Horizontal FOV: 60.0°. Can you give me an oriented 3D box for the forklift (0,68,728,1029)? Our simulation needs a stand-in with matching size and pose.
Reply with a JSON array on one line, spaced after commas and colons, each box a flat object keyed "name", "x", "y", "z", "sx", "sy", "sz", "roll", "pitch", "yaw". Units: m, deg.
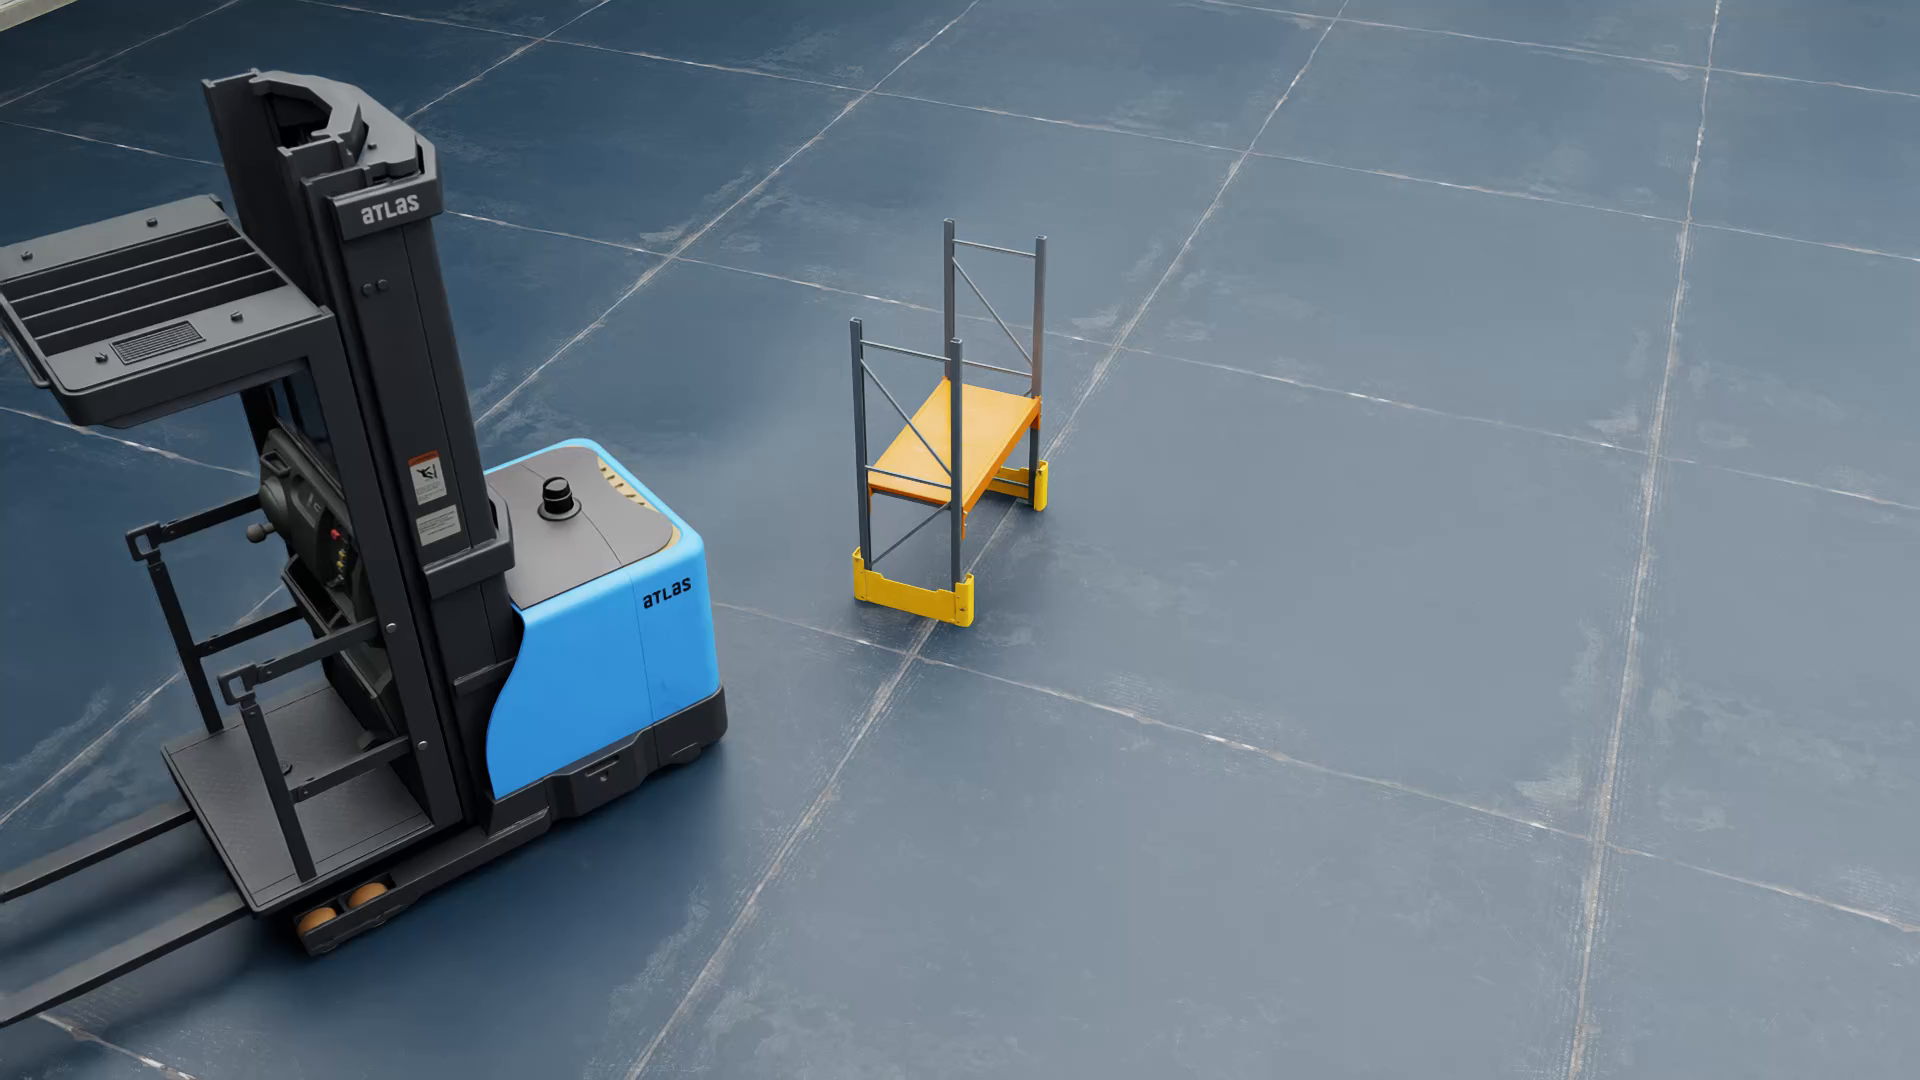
[{"name": "forklift", "x": -2.458, "y": 0.003, "z": 5.798, "sx": 3.031, "sy": 2.935, "sz": 1.130, "roll": -25, "pitch": 44, "yaw": -30}]

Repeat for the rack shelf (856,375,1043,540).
[{"name": "rack shelf", "x": -0.032, "y": -0.409, "z": 7.845, "sx": 0.538, "sy": 0.185, "sz": 1.000, "roll": 14, "pitch": 39, "yaw": 18}]

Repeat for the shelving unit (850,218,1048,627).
[{"name": "shelving unit", "x": -0.029, "y": -0.559, "z": 7.745, "sx": 0.587, "sy": 1.500, "sz": 1.083, "roll": 14, "pitch": 39, "yaw": 18}]

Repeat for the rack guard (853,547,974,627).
[{"name": "rack guard", "x": -0.218, "y": 0.218, "z": 7.750, "sx": 0.587, "sy": 0.250, "sz": 0.087, "roll": 14, "pitch": 39, "yaw": 18}]

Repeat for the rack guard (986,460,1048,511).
[{"name": "rack guard", "x": 0.160, "y": -0.334, "z": 8.488, "sx": 0.587, "sy": 0.250, "sz": 0.087, "roll": 14, "pitch": 39, "yaw": 18}]

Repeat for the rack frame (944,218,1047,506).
[{"name": "rack frame", "x": 0.161, "y": -0.835, "z": 8.114, "sx": 0.500, "sy": 1.500, "sz": 0.032, "roll": 14, "pitch": 39, "yaw": 18}]

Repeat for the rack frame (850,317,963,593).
[{"name": "rack frame", "x": -0.226, "y": -0.272, "z": 7.361, "sx": 0.500, "sy": 1.500, "sz": 0.032, "roll": 14, "pitch": 39, "yaw": 18}]
